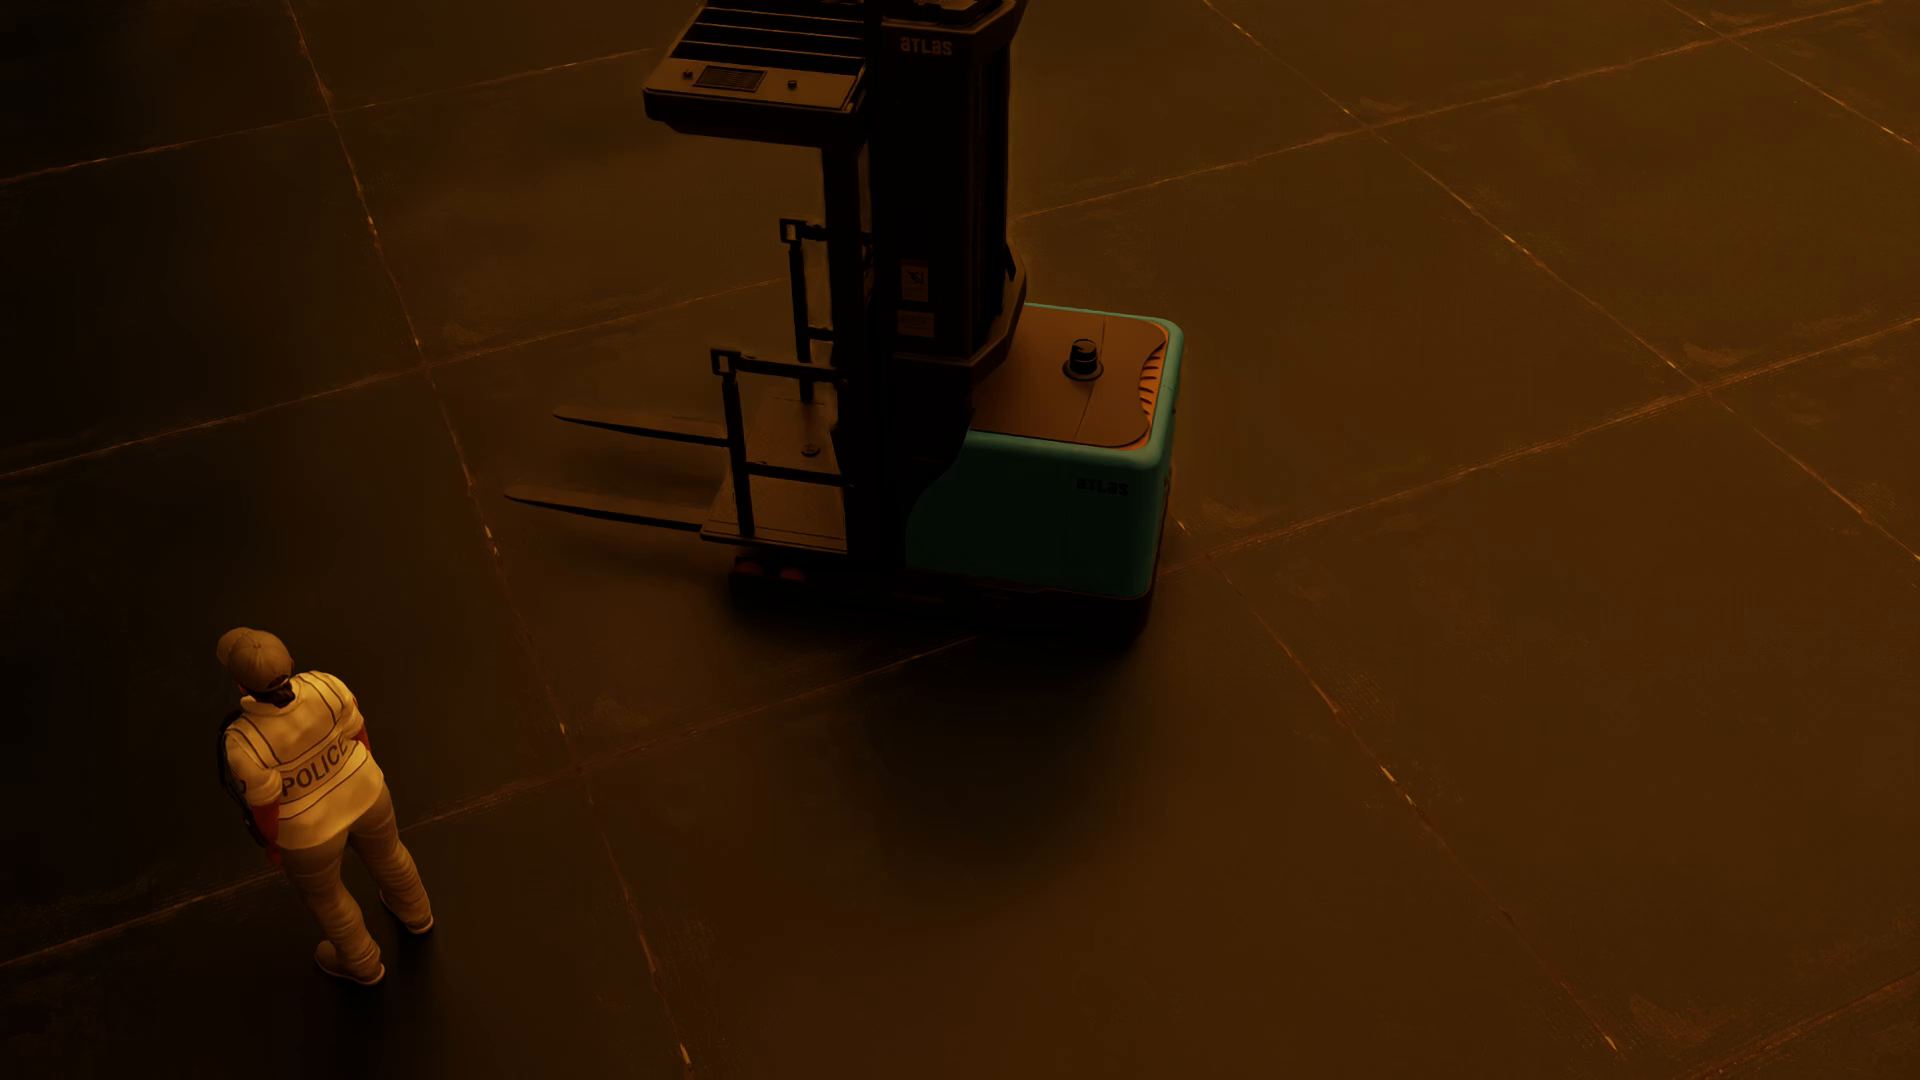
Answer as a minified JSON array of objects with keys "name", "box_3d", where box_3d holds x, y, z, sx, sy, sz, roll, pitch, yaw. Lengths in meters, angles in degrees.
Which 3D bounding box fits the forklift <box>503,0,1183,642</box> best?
[{"name":"forklift","box_3d":[-0.579,-1.134,6.895,3.031,2.935,1.130,8,44,8]}]

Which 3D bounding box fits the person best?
[{"name":"person","box_3d":[-2.166,0.902,5.647,0.395,1.668,0.487,25,49,25]}]
